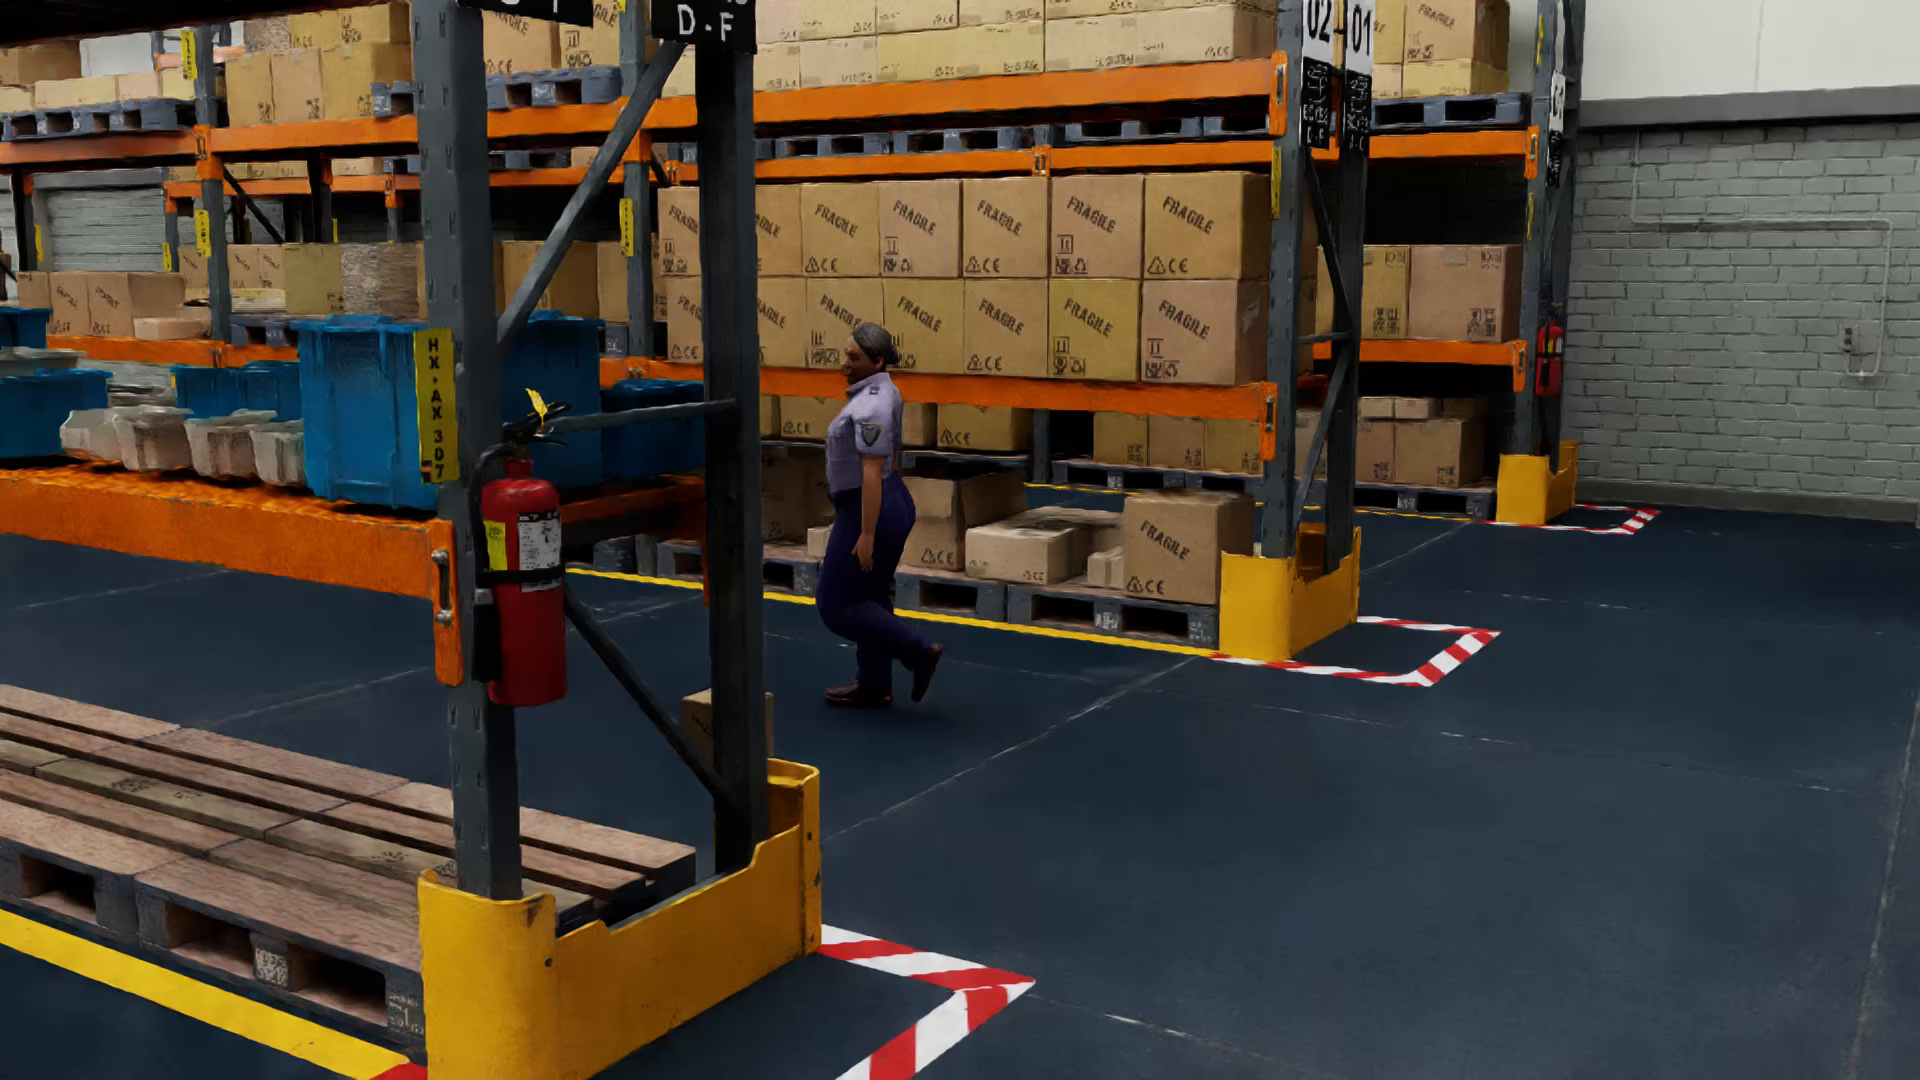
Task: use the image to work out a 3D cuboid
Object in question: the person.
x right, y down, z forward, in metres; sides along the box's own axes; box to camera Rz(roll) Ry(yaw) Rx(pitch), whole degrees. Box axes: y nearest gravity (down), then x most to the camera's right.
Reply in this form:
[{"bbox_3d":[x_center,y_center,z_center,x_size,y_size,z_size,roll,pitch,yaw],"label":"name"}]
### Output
[{"bbox_3d":[-0.345,-0.071,6.831,0.522,1.612,0.566,1,10,5],"label":"person"}]
